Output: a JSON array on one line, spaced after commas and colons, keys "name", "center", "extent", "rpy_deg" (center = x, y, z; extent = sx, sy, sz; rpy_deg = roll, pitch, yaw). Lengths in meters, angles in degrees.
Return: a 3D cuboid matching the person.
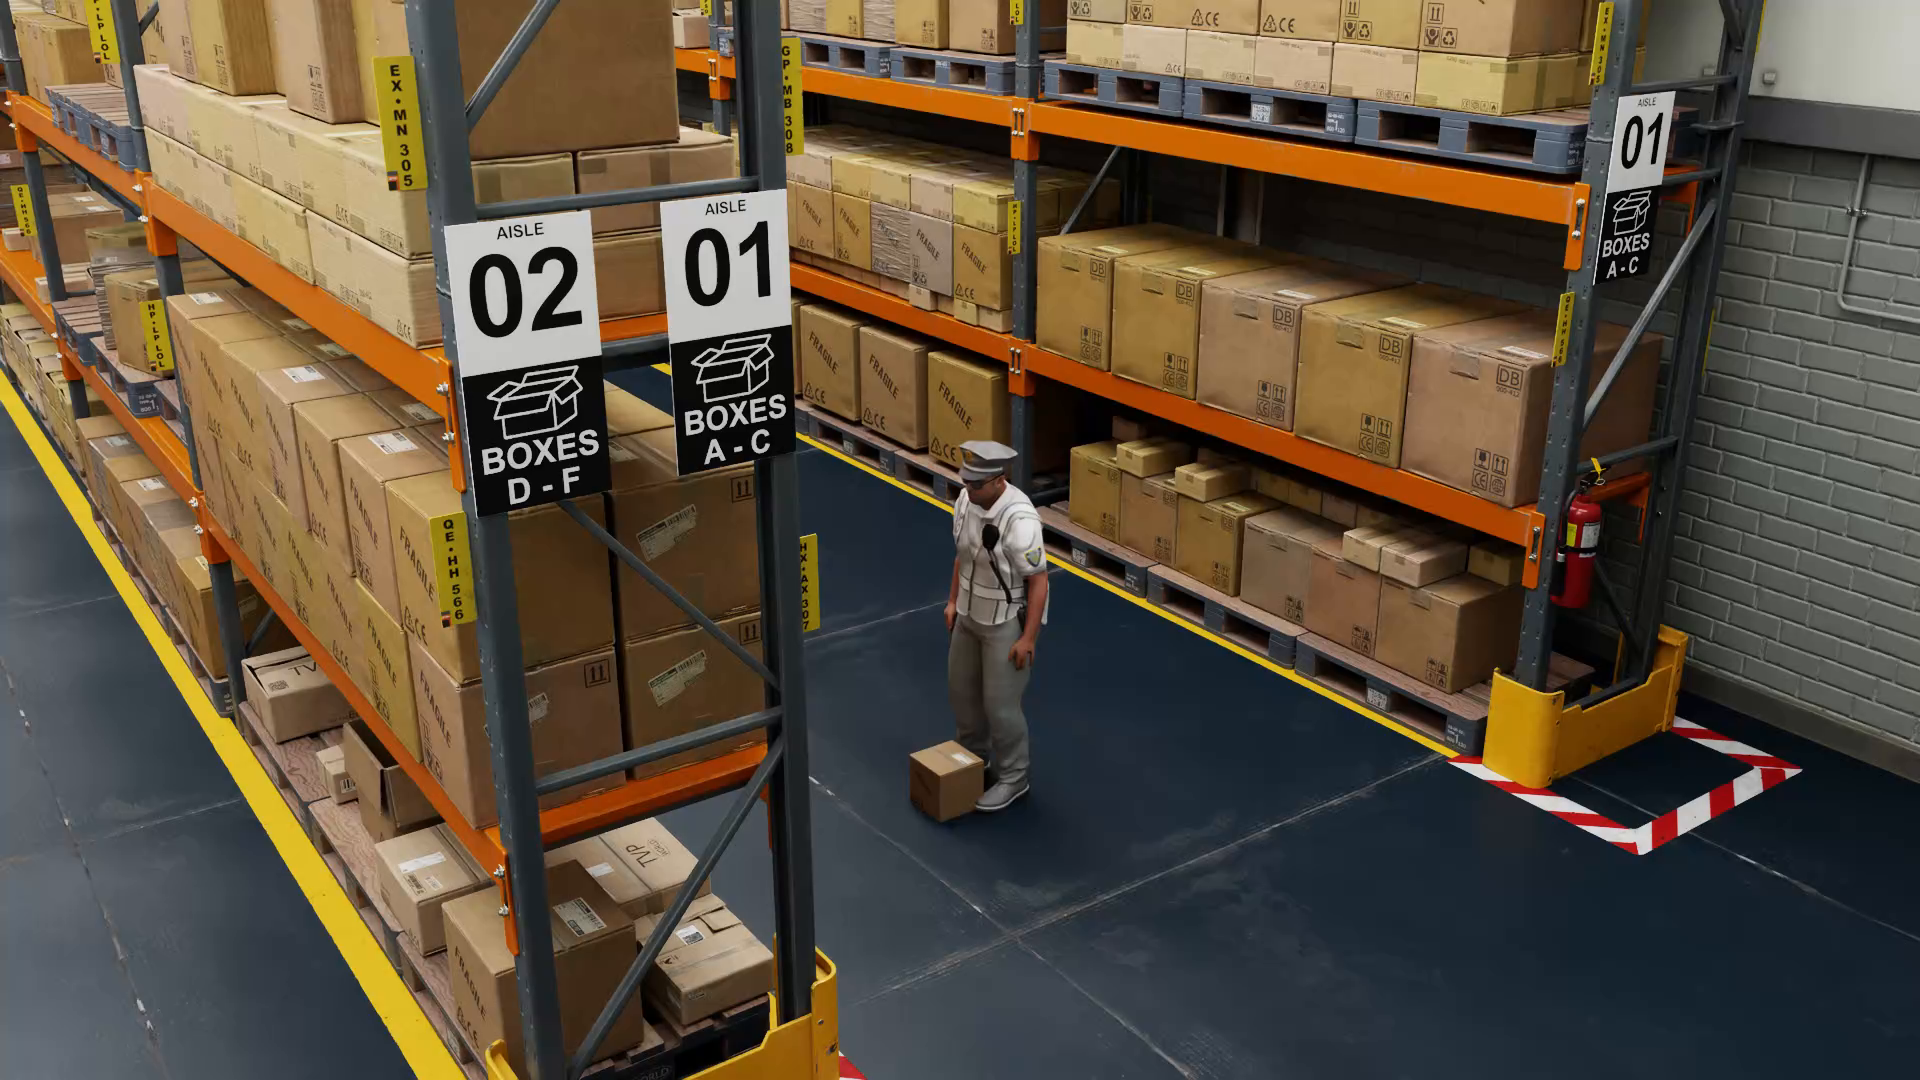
[{"name": "person", "center": [0.160, 0.364, 7.636], "extent": [0.438, 1.747, 0.596], "rpy_deg": [-16, 26, -36]}]
